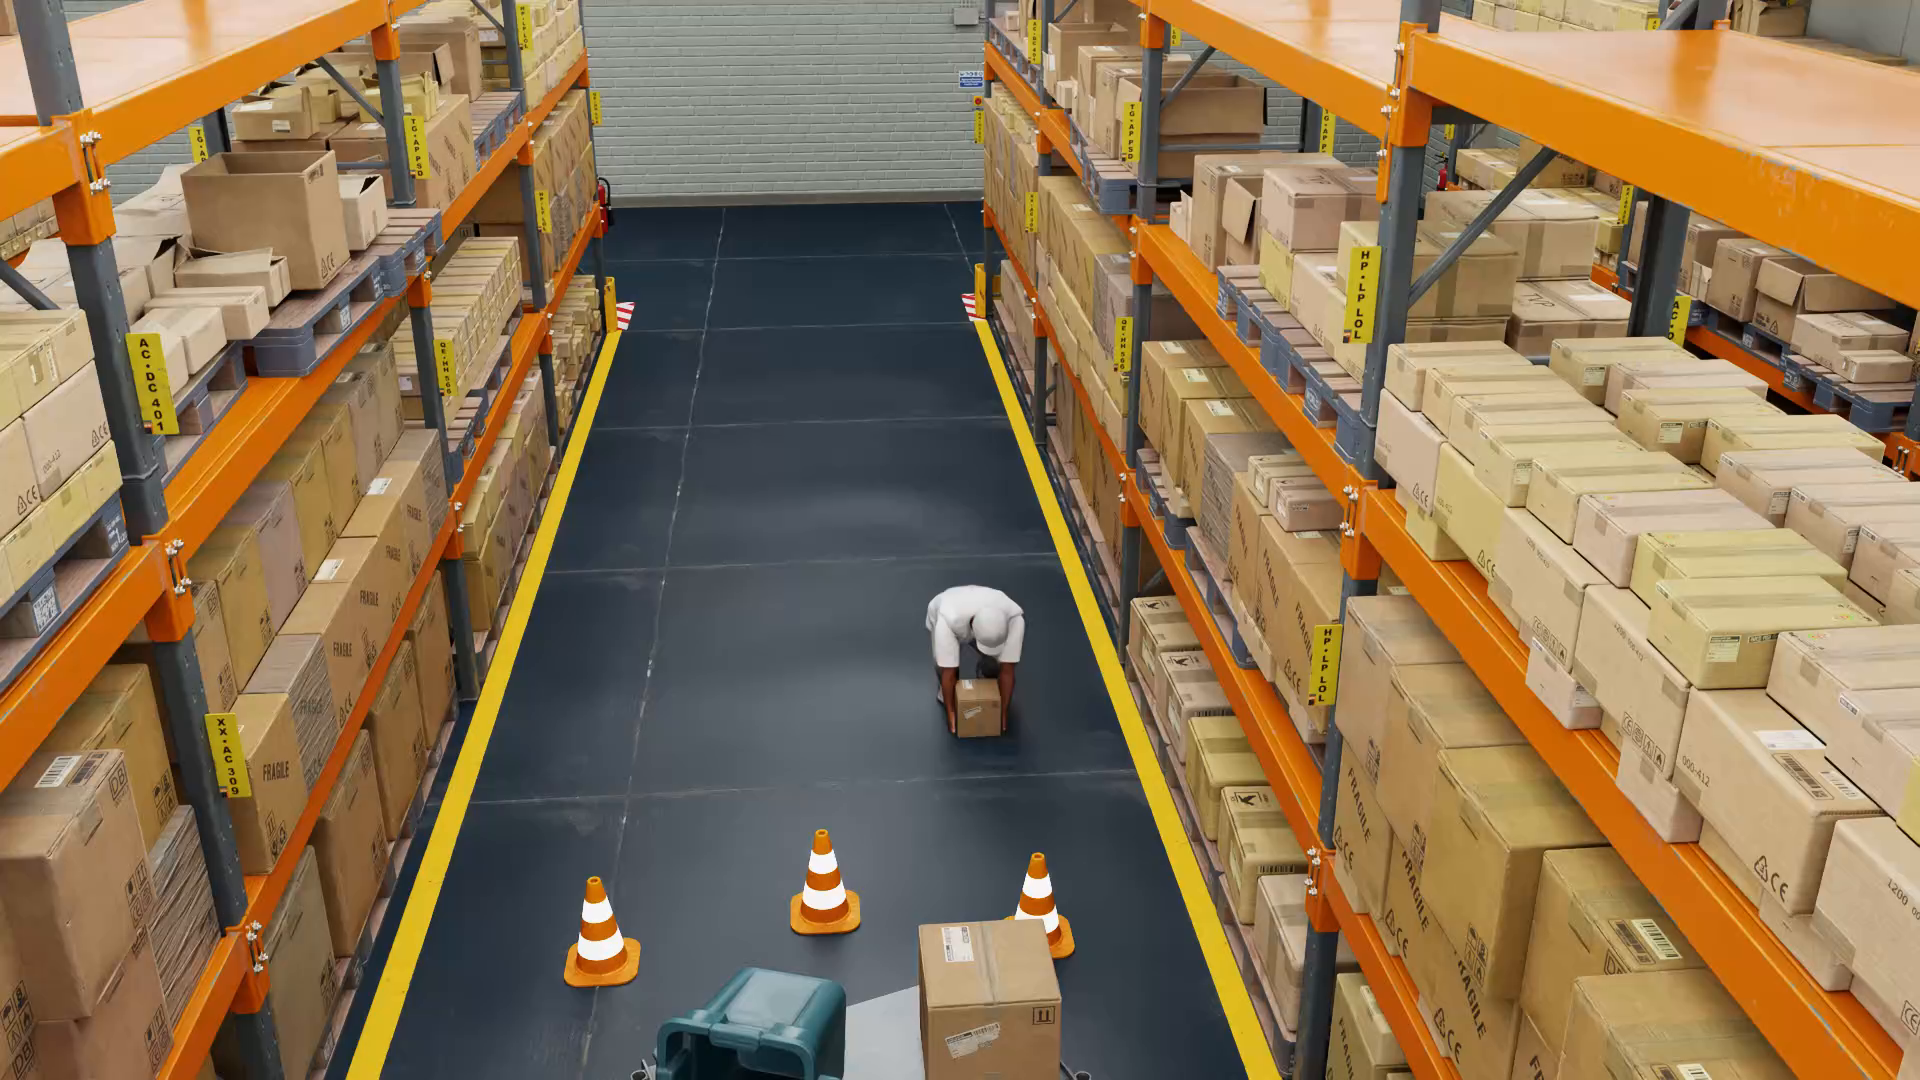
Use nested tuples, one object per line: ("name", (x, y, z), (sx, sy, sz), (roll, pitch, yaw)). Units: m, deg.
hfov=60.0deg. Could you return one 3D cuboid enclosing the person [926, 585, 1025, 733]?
("person", (0.097, 0.654, 9.882), (0.539, 0.905, 0.923), (-4, 24, -8))
